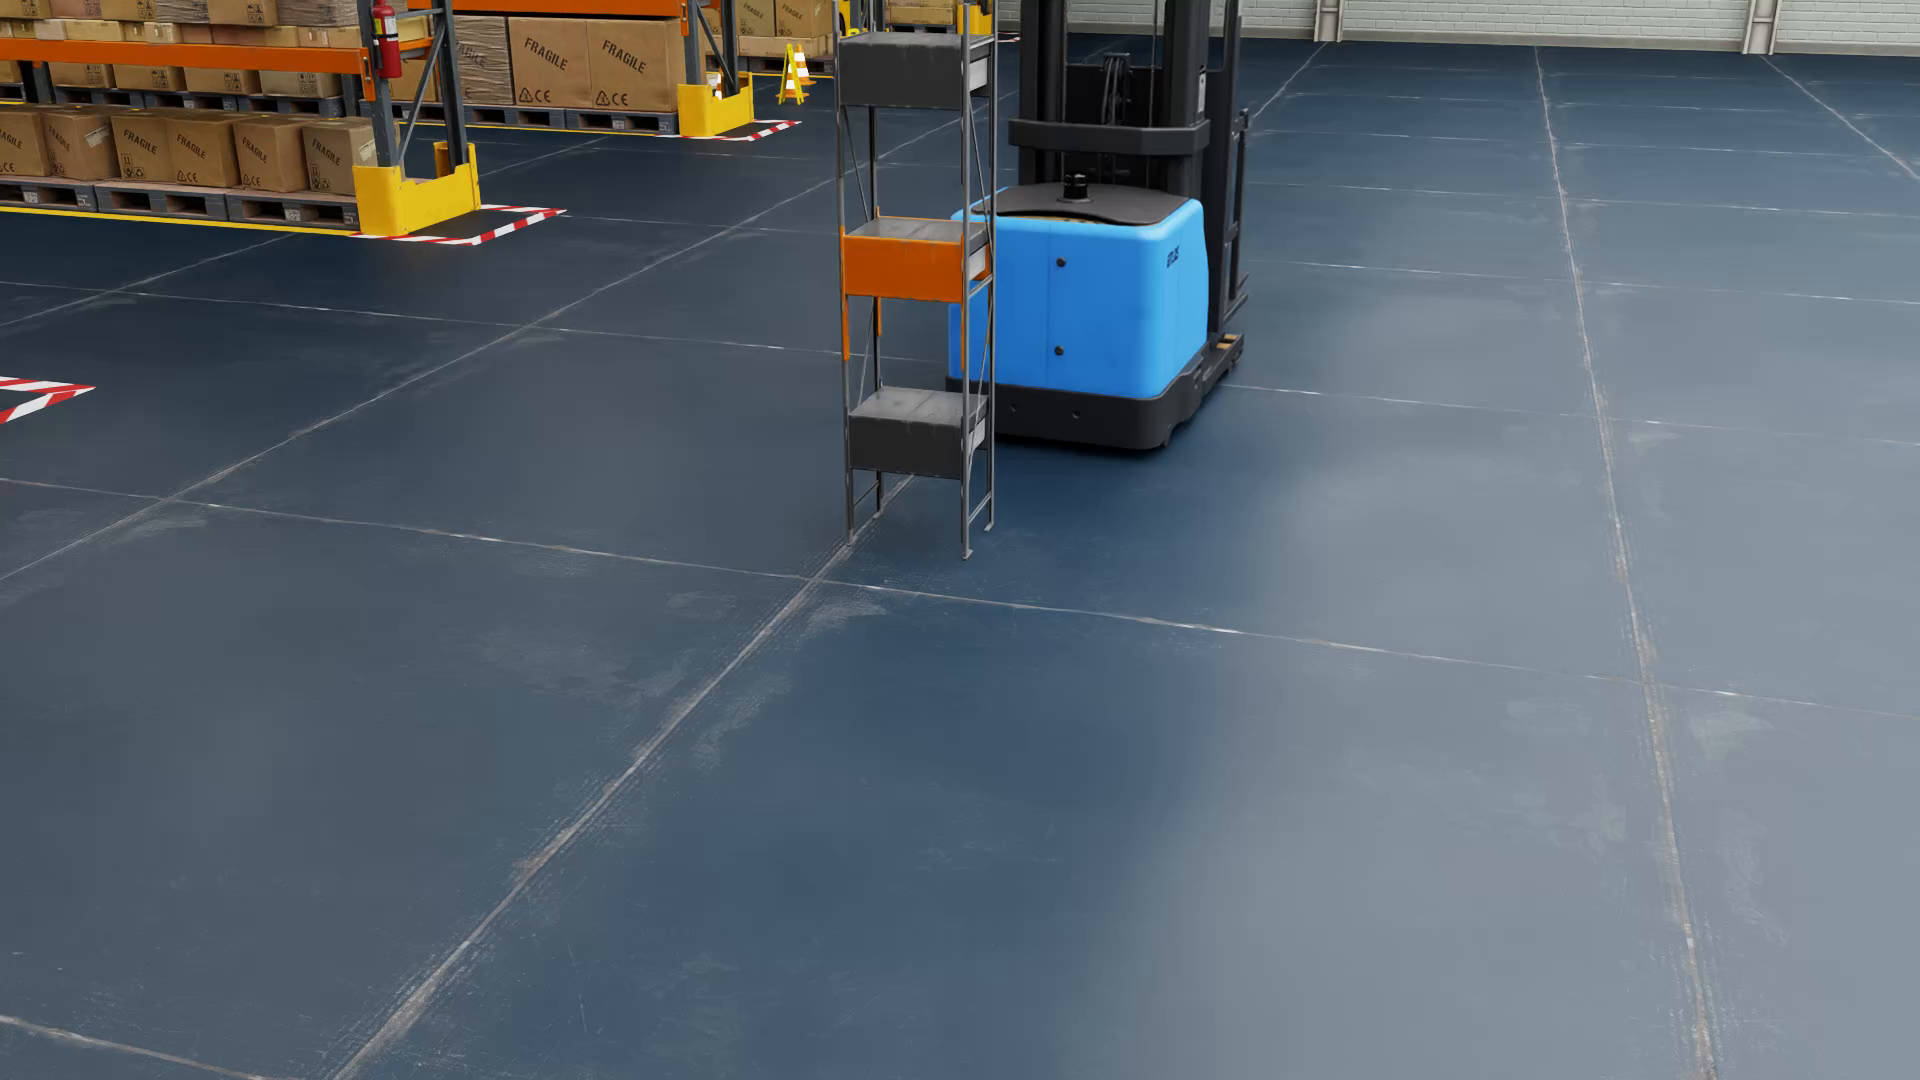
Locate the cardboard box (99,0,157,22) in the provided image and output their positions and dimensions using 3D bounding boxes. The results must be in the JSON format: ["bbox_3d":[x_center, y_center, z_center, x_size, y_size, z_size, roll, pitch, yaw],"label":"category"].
[{"bbox_3d":[-6.013,-4.224,12.590,0.500,0.500,0.875,7,23,16],"label":"cardboard box"}]

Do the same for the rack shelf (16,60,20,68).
[{"bbox_3d":[-9.784,-4.154,13.891,4.000,0.370,1.077,7,23,16],"label":"rack shelf"}]

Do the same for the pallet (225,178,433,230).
[{"bbox_3d":[-4.880,-2.649,12.949,1.213,0.211,1.003,7,23,16],"label":"pallet"}]

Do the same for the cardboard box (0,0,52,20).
[{"bbox_3d":[-6.988,-4.312,12.805,0.500,0.500,0.875,7,23,16],"label":"cardboard box"}]

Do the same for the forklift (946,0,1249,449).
[{"bbox_3d":[0.920,-2.298,8.510,1.130,2.935,3.031,8,24,19],"label":"forklift"}]

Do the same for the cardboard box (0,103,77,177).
[{"bbox_3d":[-7.498,-3.247,13.473,0.500,0.500,0.500,6,23,14],"label":"cardboard box"}]

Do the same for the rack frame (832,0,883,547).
[{"bbox_3d":[-0.392,-1.016,6.481,0.015,2.100,0.400,7,23,16],"label":"rack frame"}]

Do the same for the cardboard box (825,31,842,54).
[{"bbox_3d":[-1.869,-6.540,21.832,0.500,0.250,0.500,6,23,15],"label":"cardboard box"}]

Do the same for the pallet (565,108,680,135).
[{"bbox_3d":[-3.298,-4.389,17.191,1.213,0.211,1.003,7,23,15],"label":"pallet"}]

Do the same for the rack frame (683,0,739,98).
[{"bbox_3d":[-2.510,-5.620,16.518,0.127,3.000,1.000,7,23,16],"label":"rack frame"}]

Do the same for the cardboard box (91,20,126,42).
[{"bbox_3d":[-6.310,-3.858,12.555,0.250,0.149,0.380,7,23,16],"label":"cardboard box"}]

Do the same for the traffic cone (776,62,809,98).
[{"bbox_3d":[-1.956,-5.393,19.309,0.334,0.463,0.336,7,23,16],"label":"traffic cone"}]

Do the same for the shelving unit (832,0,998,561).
[{"bbox_3d":[-0.158,-0.990,6.416,0.503,2.100,0.431,7,23,16],"label":"shelving unit"}]

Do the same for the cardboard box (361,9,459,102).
[{"bbox_3d":[-5.758,-5.175,17.680,0.875,0.875,0.875,7,23,16],"label":"cardboard box"}]

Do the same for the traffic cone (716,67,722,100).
[{"bbox_3d":[-2.608,-5.020,18.399,0.334,0.463,0.336,7,23,16],"label":"traffic cone"}]

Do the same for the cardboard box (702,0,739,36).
[{"bbox_3d":[-3.001,-6.805,21.490,0.500,0.500,0.500,6,23,14],"label":"cardboard box"}]

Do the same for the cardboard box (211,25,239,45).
[{"bbox_3d":[-5.328,-3.780,12.365,0.250,0.149,0.380,7,23,16],"label":"cardboard box"}]

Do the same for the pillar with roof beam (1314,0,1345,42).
[{"bbox_3d":[4.348,-10.191,19.756,0.400,9.000,9.100,7,23,16],"label":"pillar with roof beam"}]

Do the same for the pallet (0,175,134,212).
[{"bbox_3d":[-7.216,-2.916,13.601,1.213,0.211,1.003,7,23,16],"label":"pallet"}]

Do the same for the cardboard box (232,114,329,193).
[{"bbox_3d":[-5.215,-2.994,12.857,0.500,0.500,0.500,13,26,29],"label":"cardboard box"}]

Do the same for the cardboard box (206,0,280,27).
[{"bbox_3d":[-5.071,-4.094,12.275,0.500,0.500,0.875,7,23,16],"label":"cardboard box"}]

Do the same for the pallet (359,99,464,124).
[{"bbox_3d":[-5.634,-4.656,17.843,1.213,0.211,1.003,7,23,15],"label":"pallet"}]

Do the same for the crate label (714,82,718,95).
[{"bbox_3d":[-2.727,-5.306,19.526,0.298,0.136,0.250,-5,23,-12],"label":"crate label"}]

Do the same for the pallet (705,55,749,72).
[{"bbox_3d":[-3.181,-6.384,22.055,1.213,0.211,1.003,7,23,16],"label":"pallet"}]

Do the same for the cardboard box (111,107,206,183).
[{"bbox_3d":[-6.330,-3.147,13.230,0.500,0.500,0.500,4,23,11],"label":"cardboard box"}]

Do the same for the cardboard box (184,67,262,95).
[{"bbox_3d":[-7.882,-5.354,18.281,0.750,0.750,1.050,7,23,15],"label":"cardboard box"}]

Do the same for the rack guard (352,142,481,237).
[{"bbox_3d":[-4.112,-2.680,12.646,0.348,0.500,1.175,7,23,16],"label":"rack guard"}]

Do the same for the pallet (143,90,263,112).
[{"bbox_3d":[-8.272,-4.958,18.580,1.213,0.211,1.003,7,23,16],"label":"pallet"}]

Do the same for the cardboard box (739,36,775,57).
[{"bbox_3d":[-2.522,-6.402,21.494,0.500,0.250,0.500,7,23,16],"label":"cardboard box"}]

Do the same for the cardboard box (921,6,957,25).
[{"bbox_3d":[-0.288,-8.092,25.615,0.500,0.250,0.500,7,23,16],"label":"cardboard box"}]

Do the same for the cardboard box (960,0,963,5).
[{"bbox_3d":[-0.137,-8.514,25.984,0.500,0.250,0.500,7,23,16],"label":"cardboard box"}]

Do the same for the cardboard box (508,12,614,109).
[{"bbox_3d":[-4.021,-4.977,17.197,0.875,0.875,0.875,6,23,15],"label":"cardboard box"}]

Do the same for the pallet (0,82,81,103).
[{"bbox_3d":[-10.917,-5.293,19.395,1.213,0.211,1.003,7,23,16],"label":"pallet"}]

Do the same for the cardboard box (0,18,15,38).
[{"bbox_3d":[-7.267,-3.969,12.823,0.250,0.149,0.380,7,23,16],"label":"cardboard box"}]

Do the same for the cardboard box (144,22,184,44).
[{"bbox_3d":[-5.838,-3.795,12.400,0.250,0.149,0.380,7,23,16],"label":"cardboard box"}]

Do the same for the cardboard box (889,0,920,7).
[{"bbox_3d":[-0.780,-8.385,25.671,0.500,0.250,0.500,6,23,15],"label":"cardboard box"}]

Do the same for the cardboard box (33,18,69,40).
[{"bbox_3d":[-6.798,-3.902,12.662,0.250,0.149,0.380,7,23,16],"label":"cardboard box"}]

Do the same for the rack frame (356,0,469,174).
[{"bbox_3d":[-4.039,-3.829,12.151,0.127,3.000,1.000,7,23,16],"label":"rack frame"}]

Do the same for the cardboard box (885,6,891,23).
[{"bbox_3d":[-1.237,-8.208,25.898,0.500,0.250,0.500,7,23,16],"label":"cardboard box"}]

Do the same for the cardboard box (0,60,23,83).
[{"bbox_3d":[-10.875,-5.512,18.995,0.500,0.500,0.500,6,23,15],"label":"cardboard box"}]

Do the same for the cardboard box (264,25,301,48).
[{"bbox_3d":[-4.865,-3.705,12.181,0.250,0.149,0.380,7,23,16],"label":"cardboard box"}]

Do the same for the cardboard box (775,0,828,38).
[{"bbox_3d":[-2.019,-6.691,21.212,0.500,0.500,0.500,7,23,16],"label":"cardboard box"}]

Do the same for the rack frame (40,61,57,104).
[{"bbox_3d":[-10.169,-6.497,18.656,0.127,3.000,1.000,7,23,16],"label":"rack frame"}]

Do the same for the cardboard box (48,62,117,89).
[{"bbox_3d":[-9.612,-5.551,18.760,0.750,0.750,1.050,6,23,15],"label":"cardboard box"}]

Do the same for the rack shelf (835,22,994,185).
[{"bbox_3d":[-0.158,-1.625,6.155,0.480,0.518,0.431,7,23,16],"label":"rack shelf"}]

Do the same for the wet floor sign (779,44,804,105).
[{"bbox_3d":[-1.910,-5.247,18.710,0.232,0.644,0.267,3,22,6],"label":"wet floor sign"}]

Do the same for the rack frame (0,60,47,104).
[{"bbox_3d":[-7.869,-4.267,13.220,0.127,3.000,1.000,7,23,16],"label":"rack frame"}]

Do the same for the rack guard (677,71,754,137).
[{"bbox_3d":[-2.487,-4.461,16.986,0.348,0.500,1.175,7,23,16],"label":"rack guard"}]

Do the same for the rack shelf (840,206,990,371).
[{"bbox_3d":[-0.158,-0.977,6.421,0.480,0.518,0.431,7,23,16],"label":"rack shelf"}]

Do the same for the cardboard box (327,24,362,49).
[{"bbox_3d":[-4.372,-3.669,12.092,0.250,0.149,0.380,7,23,16],"label":"cardboard box"}]
